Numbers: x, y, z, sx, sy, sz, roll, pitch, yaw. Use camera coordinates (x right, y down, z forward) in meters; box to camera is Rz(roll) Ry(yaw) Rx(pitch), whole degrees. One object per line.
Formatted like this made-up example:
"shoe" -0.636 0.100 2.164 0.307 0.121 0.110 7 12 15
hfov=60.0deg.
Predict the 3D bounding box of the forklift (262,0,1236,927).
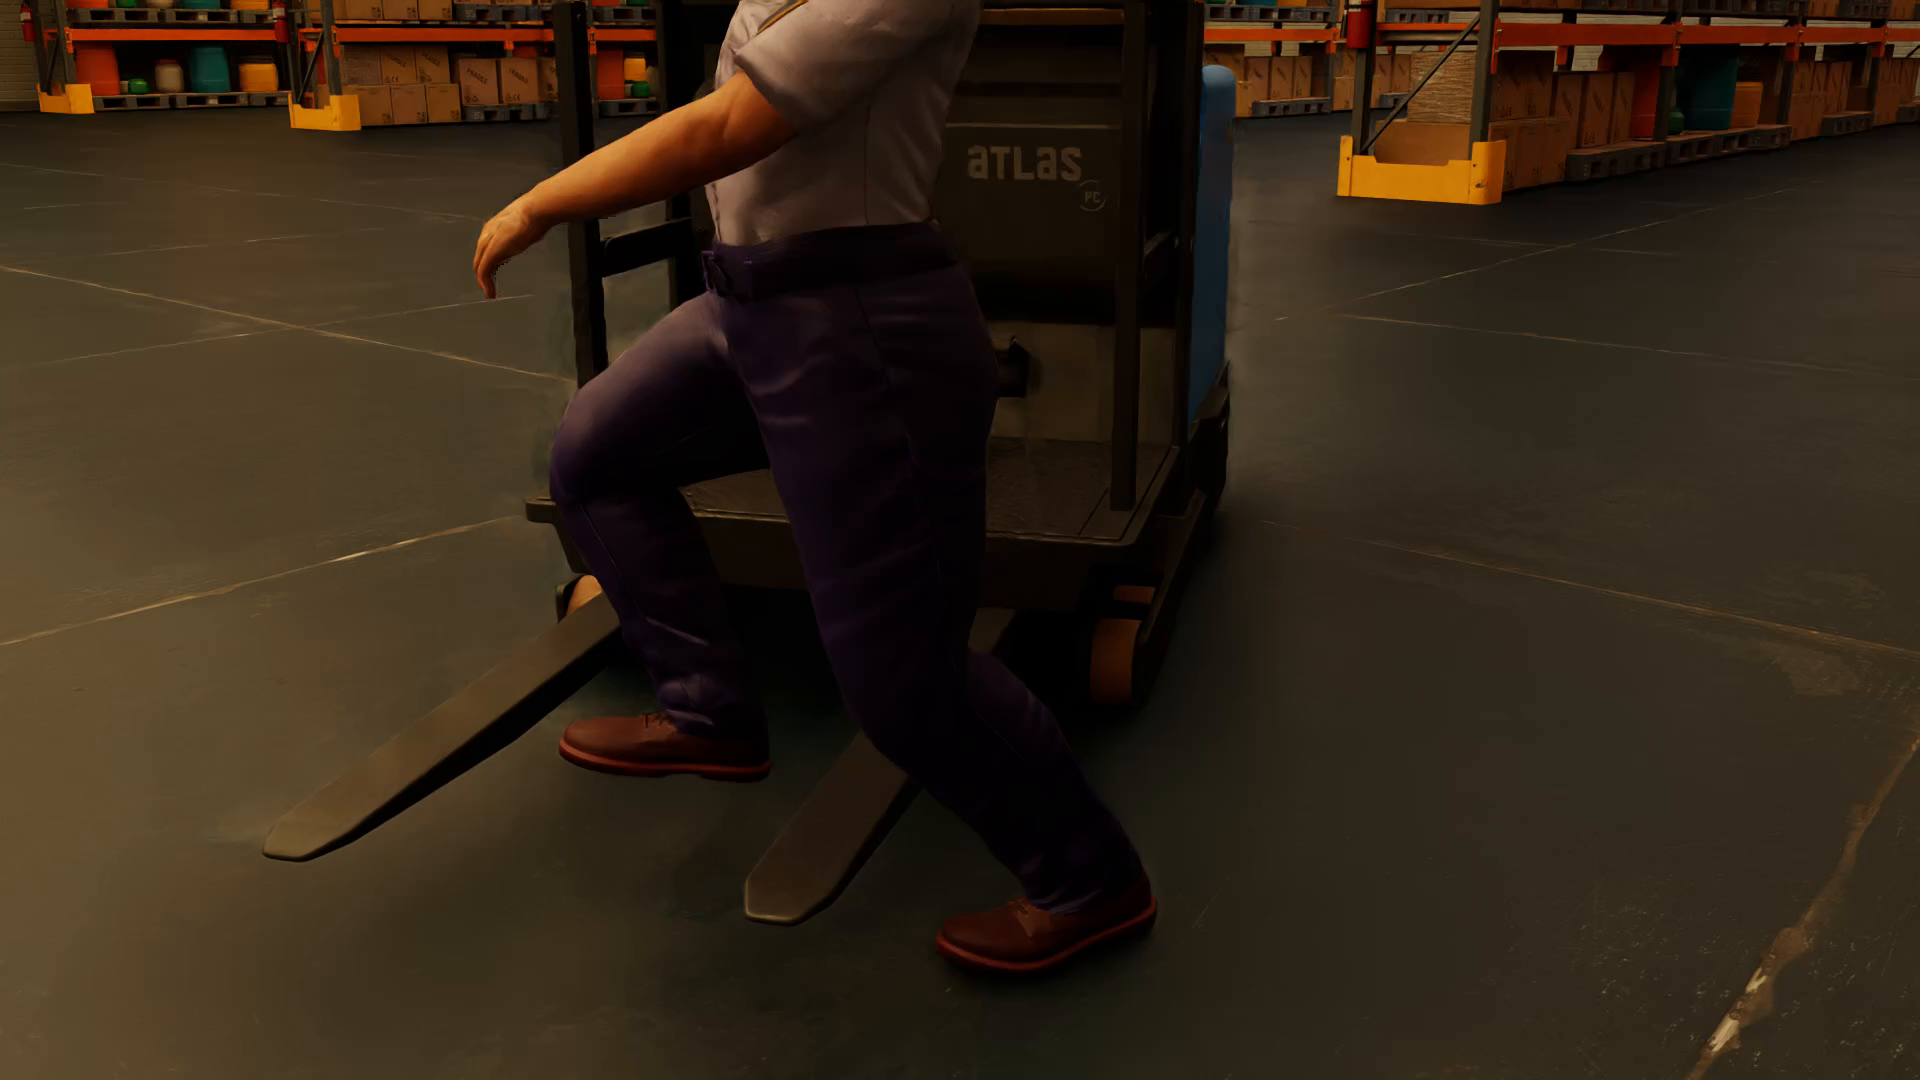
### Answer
"forklift" -0.134 -1.224 2.927 1.130 2.935 3.031 4 17 13

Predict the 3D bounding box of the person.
"person" -0.192 -0.253 2.088 0.793 1.555 0.655 -5 18 -17
